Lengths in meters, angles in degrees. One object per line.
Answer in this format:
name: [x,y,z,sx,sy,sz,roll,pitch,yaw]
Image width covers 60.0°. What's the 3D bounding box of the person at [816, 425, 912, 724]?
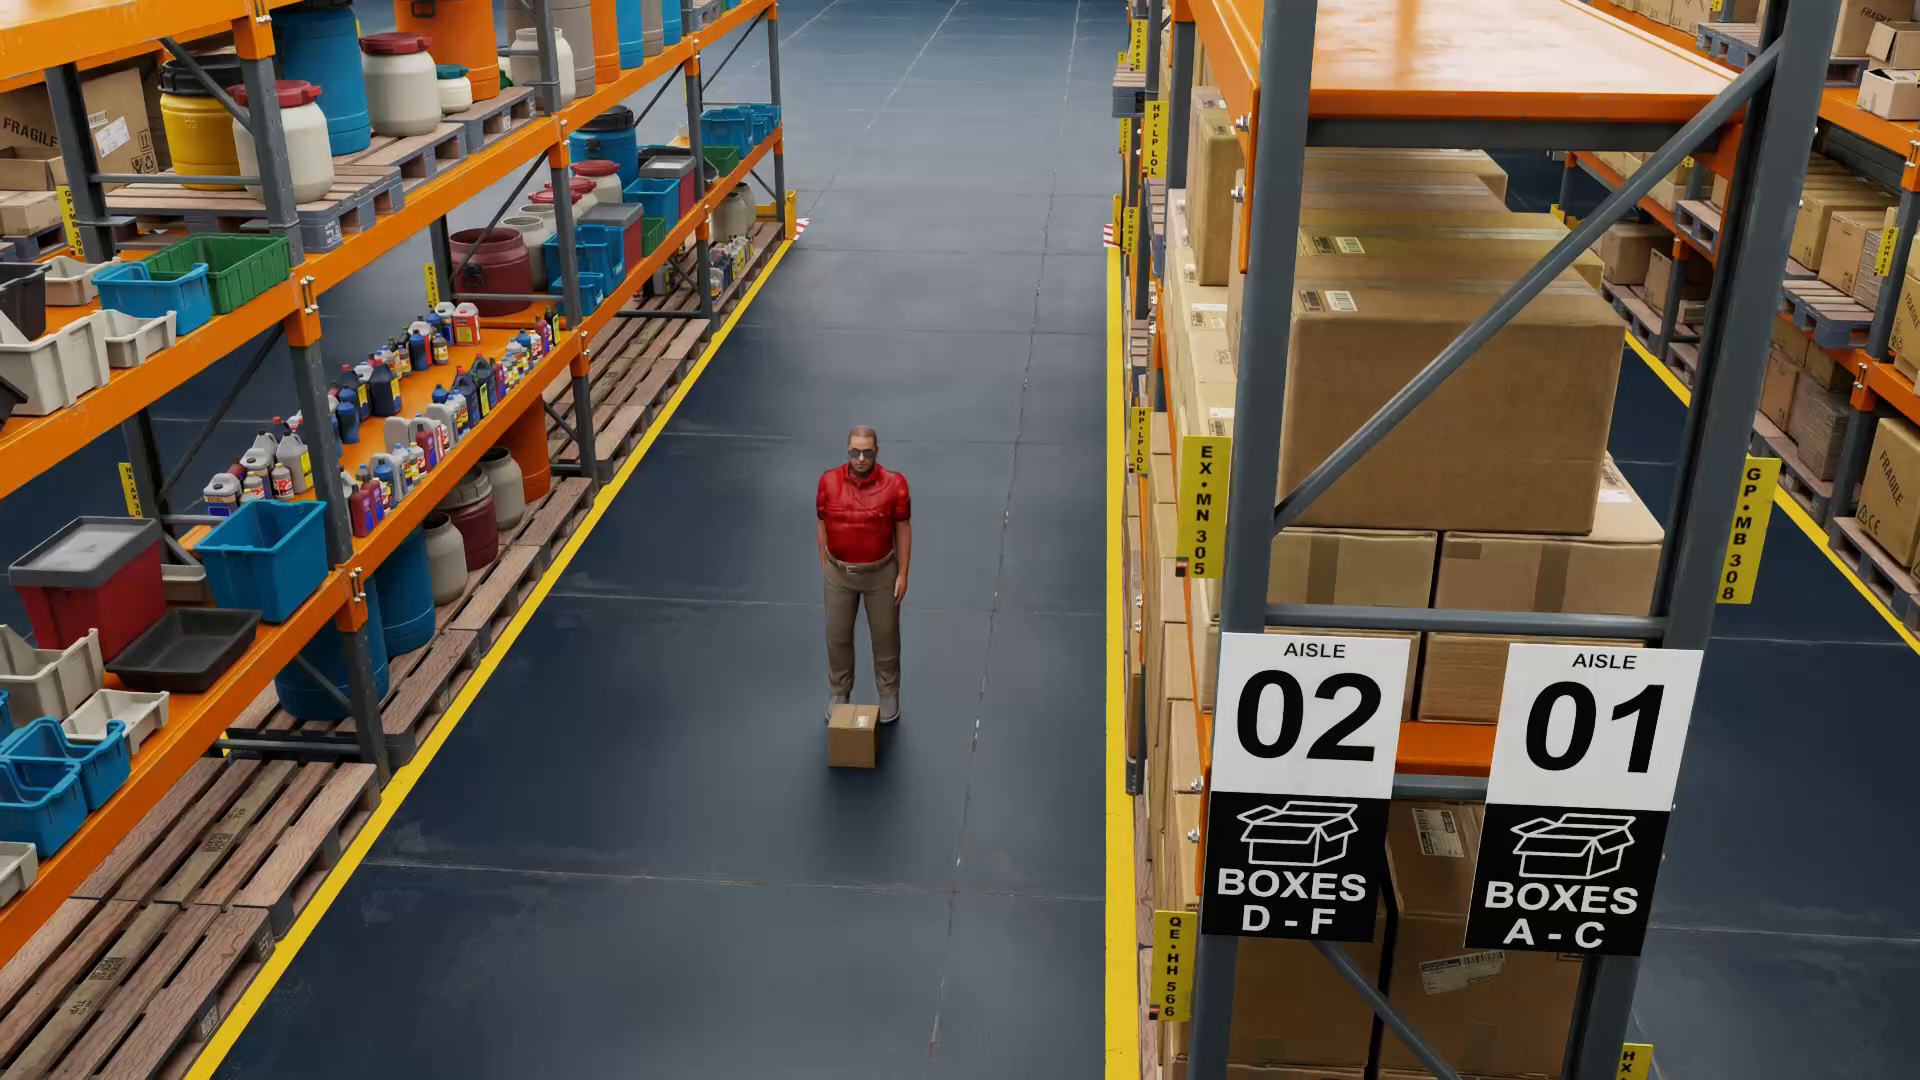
person: [-0.531,0.197,9.200,0.527,1.725,0.353,2,24,5]
